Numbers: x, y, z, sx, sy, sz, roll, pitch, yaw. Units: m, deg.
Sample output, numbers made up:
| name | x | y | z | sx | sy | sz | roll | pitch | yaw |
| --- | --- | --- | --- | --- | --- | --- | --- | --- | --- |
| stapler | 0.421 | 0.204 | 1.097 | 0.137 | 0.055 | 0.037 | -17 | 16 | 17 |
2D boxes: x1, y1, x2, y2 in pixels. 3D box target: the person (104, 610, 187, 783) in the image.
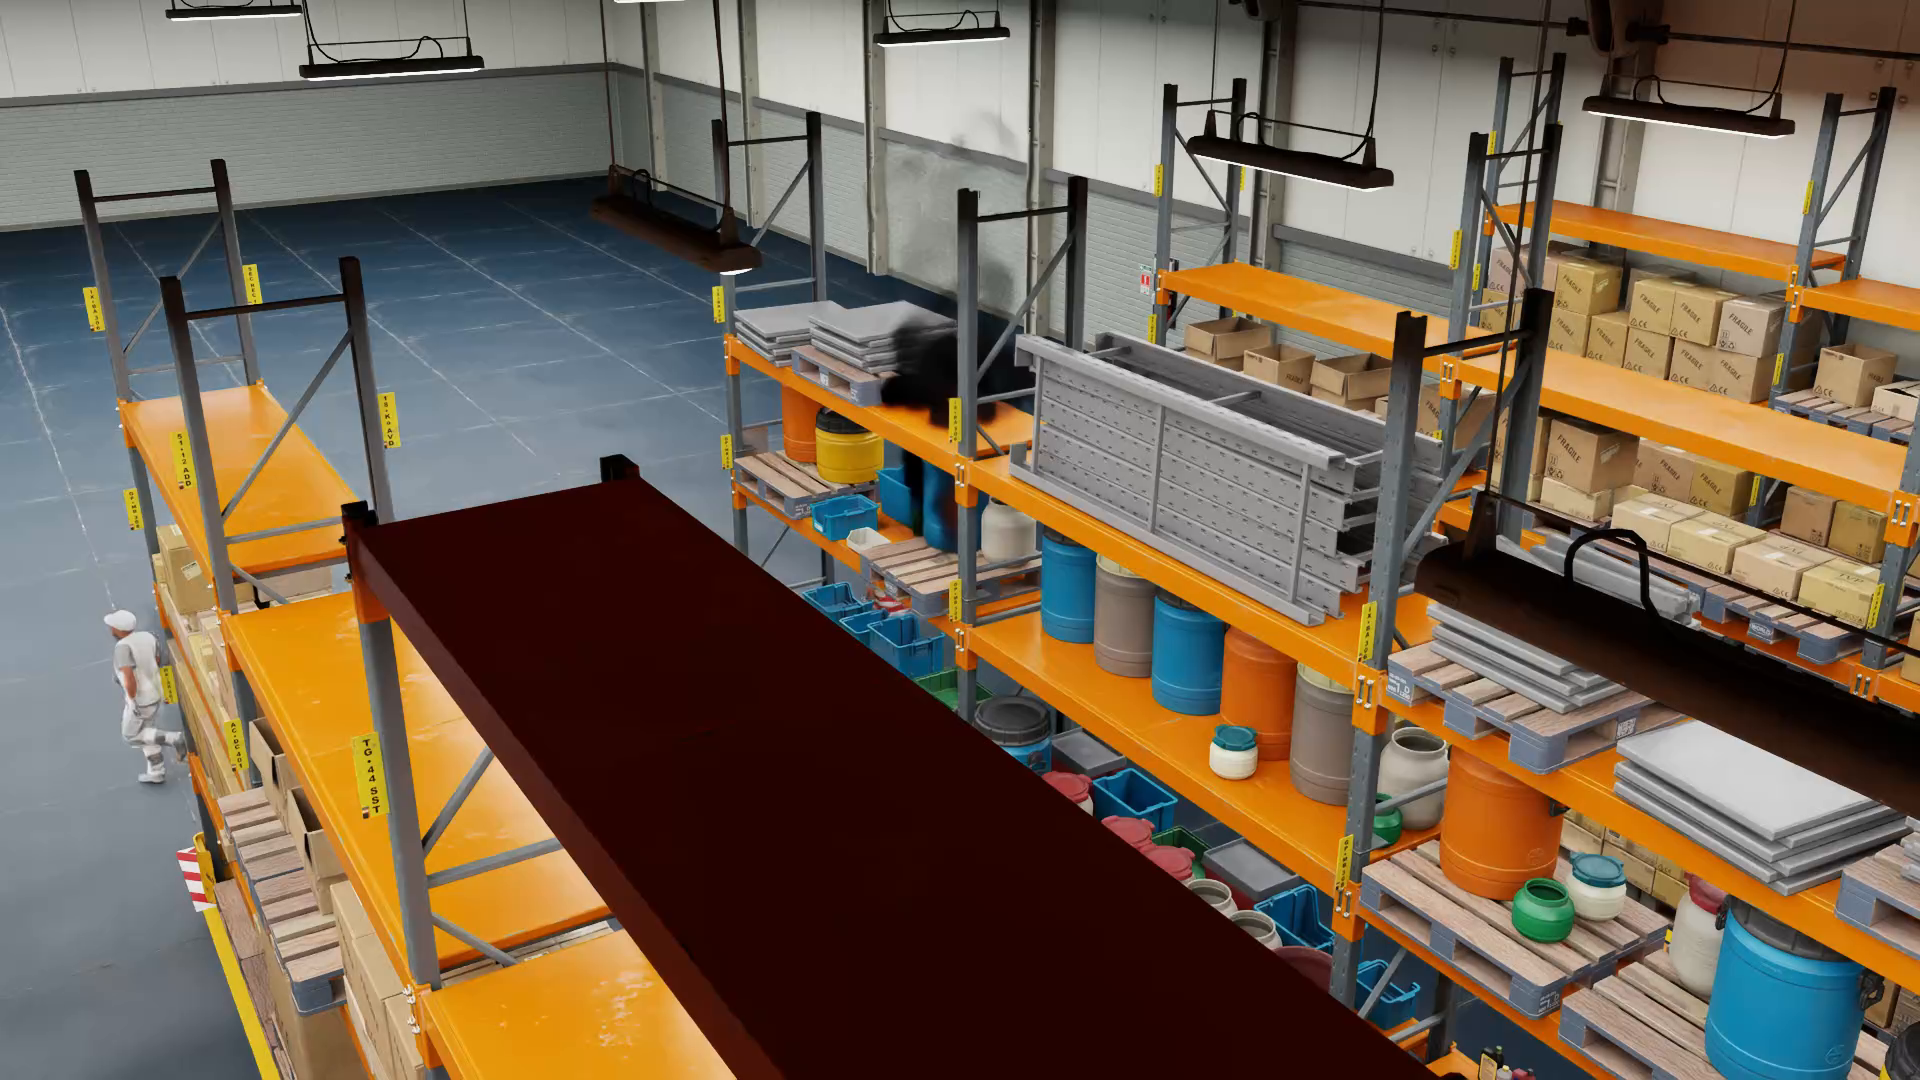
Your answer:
| name | x | y | z | sx | sy | sz | roll | pitch | yaw |
| --- | --- | --- | --- | --- | --- | --- | --- | --- | --- |
| person | -7.572 | 1.468 | 15.455 | 0.707 | 1.734 | 0.702 | 2 | 22 | 5 |

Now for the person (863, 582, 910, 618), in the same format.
| name | x | y | z | sx | sy | sz | roll | pitch | yaw |
| --- | --- | --- | --- | --- | --- | --- | --- | --- | --- |
| person | -0.734 | 0.705 | 17.262 | 0.674 | 1.763 | 0.631 | -18 | 28 | -37 |
